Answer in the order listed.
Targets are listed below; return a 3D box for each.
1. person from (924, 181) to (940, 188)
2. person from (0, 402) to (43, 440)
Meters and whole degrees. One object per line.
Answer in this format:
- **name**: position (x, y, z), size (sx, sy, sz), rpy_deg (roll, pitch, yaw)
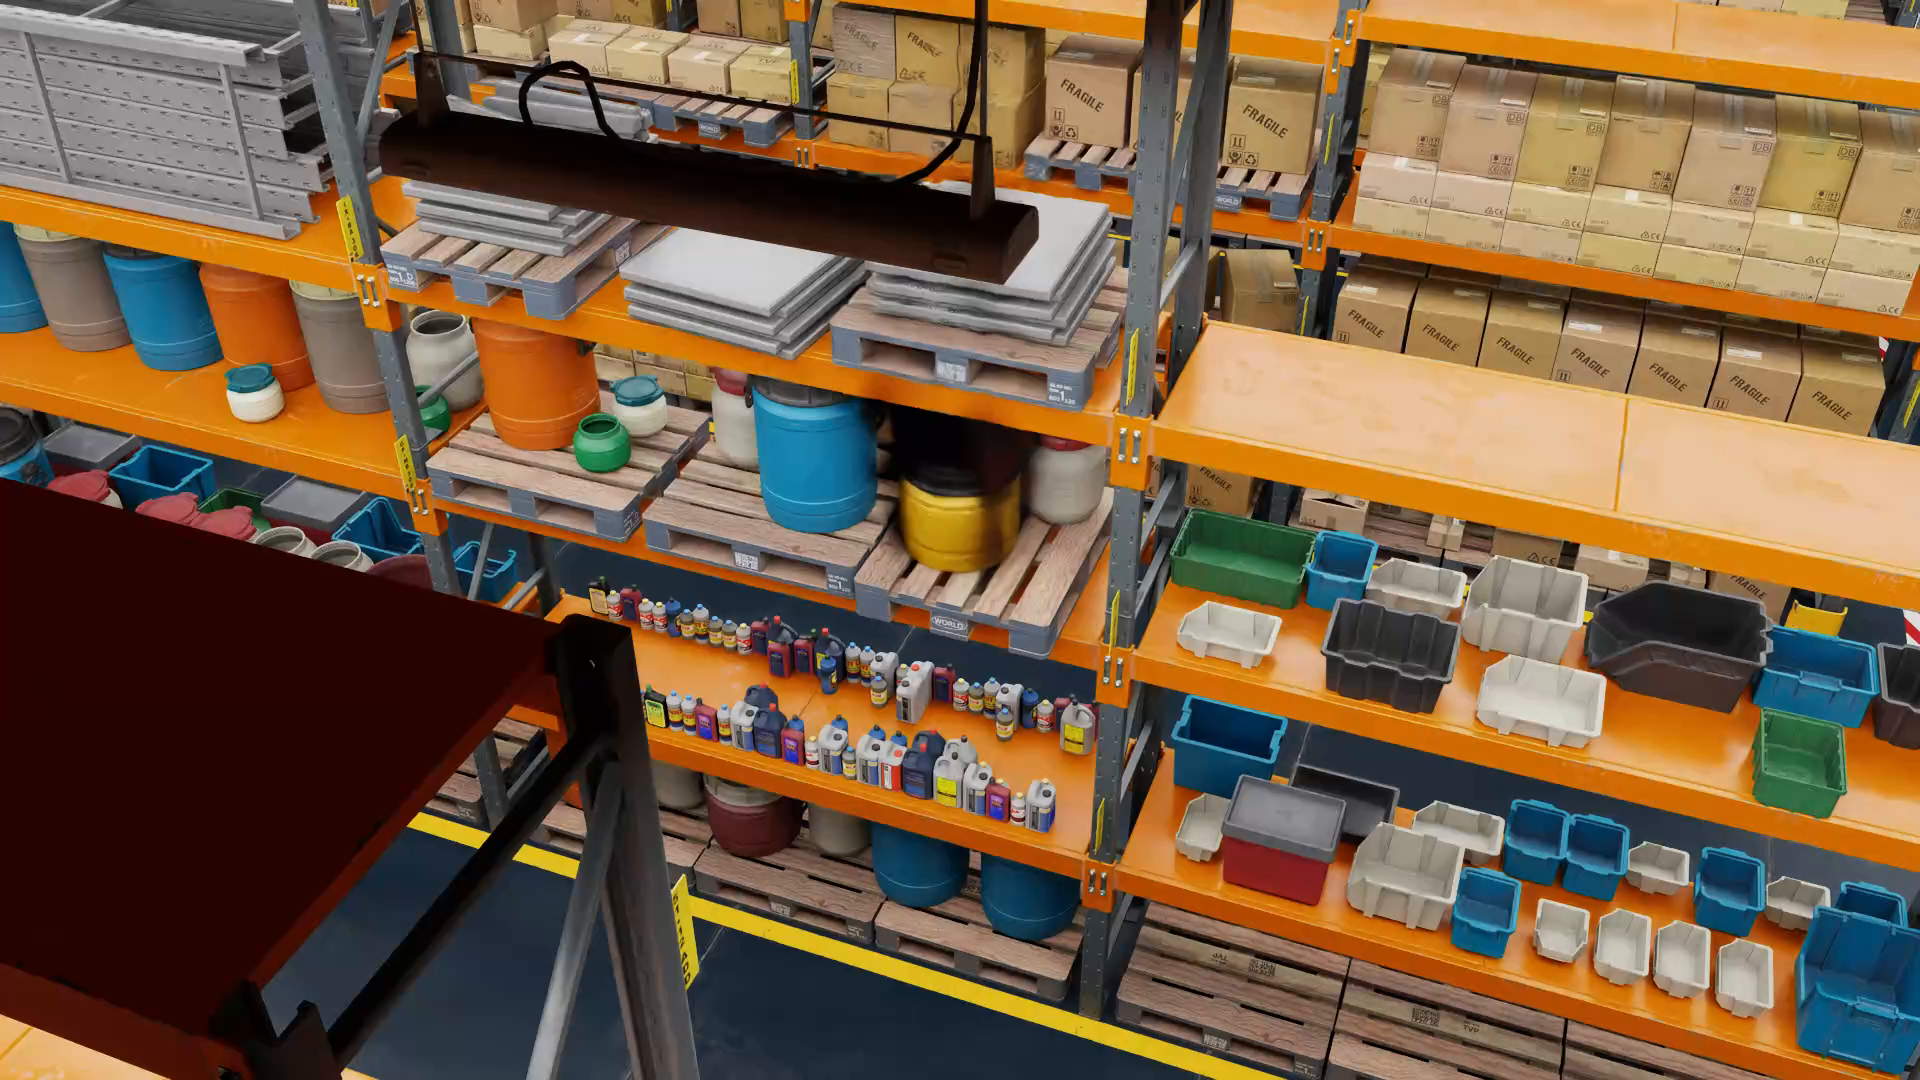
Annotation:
- **person**: position (-0.121, -2.541, 15.390), size (0.662, 1.741, 0.698), rpy_deg (13, 39, 17)
- **person**: position (-7.532, -1.100, 13.482), size (0.872, 1.690, 0.601), rpy_deg (4, 37, 6)
